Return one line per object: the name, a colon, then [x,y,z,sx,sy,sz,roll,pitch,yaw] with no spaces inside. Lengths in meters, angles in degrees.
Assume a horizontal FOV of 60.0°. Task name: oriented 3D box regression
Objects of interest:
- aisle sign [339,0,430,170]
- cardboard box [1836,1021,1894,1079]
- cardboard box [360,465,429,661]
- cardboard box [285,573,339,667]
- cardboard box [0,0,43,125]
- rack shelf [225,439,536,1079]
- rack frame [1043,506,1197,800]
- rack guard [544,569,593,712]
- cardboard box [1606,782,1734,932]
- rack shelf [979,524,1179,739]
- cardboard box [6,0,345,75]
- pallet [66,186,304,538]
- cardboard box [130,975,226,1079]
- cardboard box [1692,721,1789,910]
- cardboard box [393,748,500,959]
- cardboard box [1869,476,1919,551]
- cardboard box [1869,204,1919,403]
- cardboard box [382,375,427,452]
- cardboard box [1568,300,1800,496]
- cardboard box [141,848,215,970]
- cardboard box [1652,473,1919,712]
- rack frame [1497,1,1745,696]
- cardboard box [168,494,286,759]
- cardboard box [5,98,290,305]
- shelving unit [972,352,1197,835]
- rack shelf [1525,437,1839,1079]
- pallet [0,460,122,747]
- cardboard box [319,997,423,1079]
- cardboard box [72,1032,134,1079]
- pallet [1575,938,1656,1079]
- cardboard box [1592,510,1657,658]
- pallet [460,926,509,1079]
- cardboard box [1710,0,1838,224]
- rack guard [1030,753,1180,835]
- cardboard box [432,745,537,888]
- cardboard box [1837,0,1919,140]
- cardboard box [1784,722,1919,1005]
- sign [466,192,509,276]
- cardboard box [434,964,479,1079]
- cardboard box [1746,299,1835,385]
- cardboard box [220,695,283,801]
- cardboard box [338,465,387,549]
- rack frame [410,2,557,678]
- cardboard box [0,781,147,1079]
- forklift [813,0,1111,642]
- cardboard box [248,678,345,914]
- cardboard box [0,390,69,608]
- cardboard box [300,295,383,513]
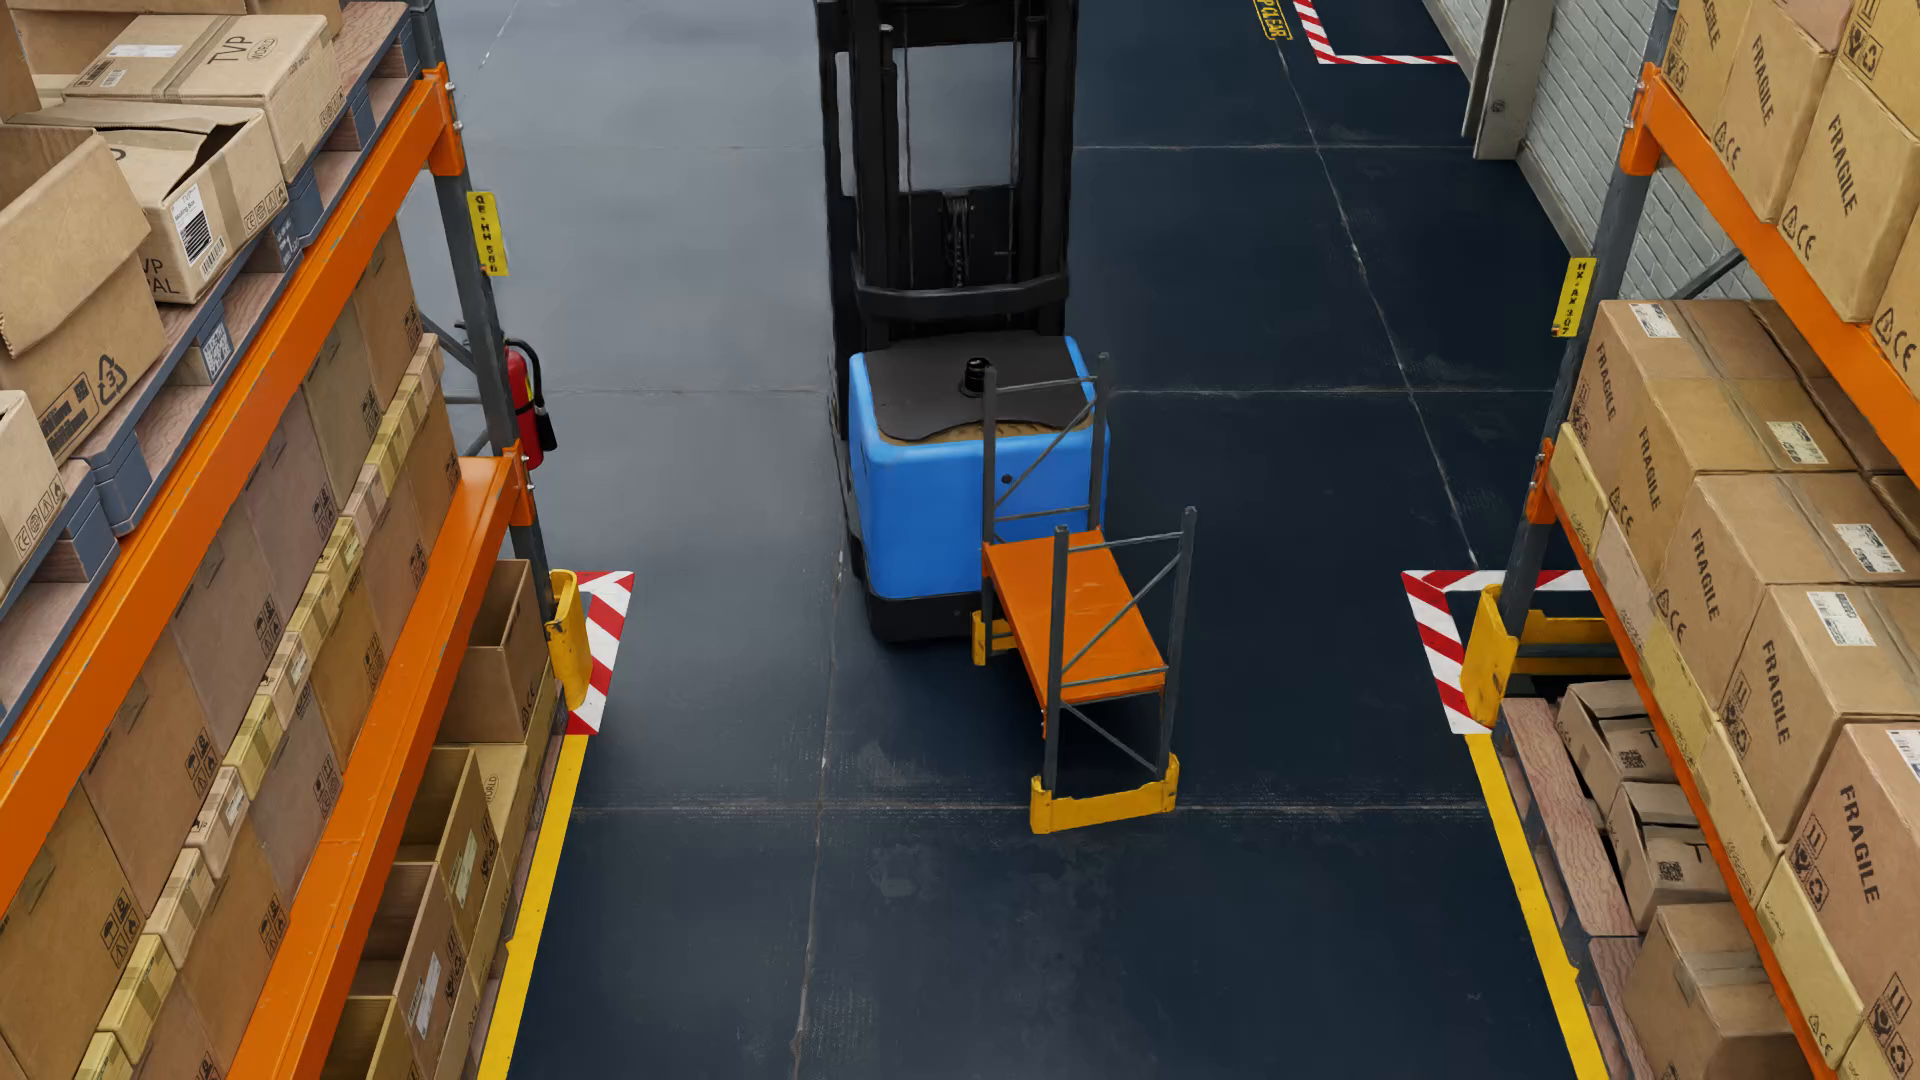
aisle sign: [-1.903,-1.587,5.499,0.394,0.787,0.004,0,39,0]
cardboard box: [2.466,1.407,3.945,0.500,0.250,0.500,0,39,0]
cardboard box: [-2.203,0.050,5.455,0.700,0.500,0.500,1,39,1]
cardboard box: [-2.002,0.225,4.718,0.380,0.149,0.250,1,39,1]
cardboard box: [-2.468,-0.921,3.820,0.500,0.500,0.500,0,39,0]
rack shelf: [-2.194,1.000,4.925,1.077,0.370,4.000,0,39,0]
rack frame: [0.569,0.513,6.157,0.500,1.500,0.032,-8,39,-10]
rack guard: [-2.196,0.429,7.061,1.175,0.500,0.348,0,39,0]
cardboard box: [2.669,1.129,5.986,0.500,0.311,0.500,3,39,4]
rack shelf: [0.454,0.343,6.656,0.538,0.185,1.000,-8,39,-10]
cardboard box: [-2.200,-1.602,4.666,0.797,0.503,0.637,2,39,3]
pallet: [-2.217,-0.461,3.844,1.003,0.211,1.213,0,39,0]
cardboard box: [-2.206,1.323,3.866,0.700,0.500,0.500,0,39,-1]
cardboard box: [2.448,0.778,4.730,0.500,0.250,0.500,0,39,0]
cardboard box: [-1.882,1.045,5.556,0.500,0.500,0.500,0,39,0]
cardboard box: [2.966,0.153,4.910,0.500,0.500,0.500,-1,39,-1]
cardboard box: [2.499,-0.550,3.789,0.500,0.500,0.500,2,39,3]
cardboard box: [-2.004,-0.421,5.524,0.380,0.149,0.250,1,39,1]
cardboard box: [2.457,-0.481,5.701,0.500,0.500,0.500,0,39,0]
cardboard box: [-2.001,0.871,3.912,0.380,0.149,0.250,-1,39,-2]
cardboard box: [2.442,0.151,4.912,0.500,0.500,0.500,-1,39,-2]
rack frame: [2.757,-0.538,6.268,1.000,3.000,0.127,0,39,0]
cardboard box: [-2.200,0.205,4.223,0.700,0.500,0.500,0,39,0]
cardboard box: [-1.931,-0.818,3.843,0.500,0.311,0.500,4,39,5]
shelving unit: [0.456,0.208,6.536,0.587,1.500,1.083,-8,39,-10]
rack shelf: [2.760,0.994,4.932,1.077,0.370,4.000,0,39,0]
pallet: [-2.219,0.300,2.894,1.003,0.211,1.213,0,39,0]
cardboard box: [-1.880,1.671,4.775,0.500,0.500,0.500,0,39,0]
cardboard box: [-2.001,1.191,3.512,0.380,0.149,0.250,-1,39,-1]
pallet: [2.722,1.867,5.497,1.003,0.211,1.213,0,39,0]
cardboard box: [2.455,0.143,5.522,0.500,0.250,0.500,-1,39,-1]
pallet: [-2.155,1.796,5.586,1.003,0.211,1.213,0,39,0]
cardboard box: [2.473,-1.210,4.612,0.500,0.500,0.500,2,39,3]
rack guard: [0.569,0.999,6.548,0.587,0.250,0.087,-8,39,-10]
cardboard box: [-1.888,1.025,6.181,0.500,0.250,0.500,0,39,0]
cardboard box: [2.477,-1.270,3.887,0.500,0.500,0.500,1,39,1]
cardboard box: [2.456,0.799,4.104,0.500,0.500,0.500,-1,39,-1]
sign: [-1.654,-1.068,5.814,0.100,0.325,0.005,0,39,0]
cardboard box: [-1.886,1.651,5.400,0.500,0.250,0.500,0,39,0]
cardboard box: [2.970,-0.485,5.706,0.500,0.500,0.500,0,39,-1]
cardboard box: [-2.004,0.541,4.323,0.380,0.149,0.250,0,39,0]
cardboard box: [-2.005,-0.104,5.128,0.380,0.149,0.250,0,39,1]
rack frame: [-2.196,-0.532,6.260,1.000,3.000,0.127,0,39,0]
cardboard box: [-2.200,0.831,3.443,0.700,0.500,0.500,0,39,0]
forklift: [-0.088,-1.615,7.667,1.130,2.935,3.031,-5,39,-7]
cardboard box: [-2.204,0.689,4.657,0.700,0.500,0.500,1,39,1]
cardboard box: [-1.929,-0.037,2.868,0.500,0.311,0.500,-2,39,-3]
cardboard box: [-2.202,-0.423,5.007,0.700,0.500,0.500,-1,39,-1]
